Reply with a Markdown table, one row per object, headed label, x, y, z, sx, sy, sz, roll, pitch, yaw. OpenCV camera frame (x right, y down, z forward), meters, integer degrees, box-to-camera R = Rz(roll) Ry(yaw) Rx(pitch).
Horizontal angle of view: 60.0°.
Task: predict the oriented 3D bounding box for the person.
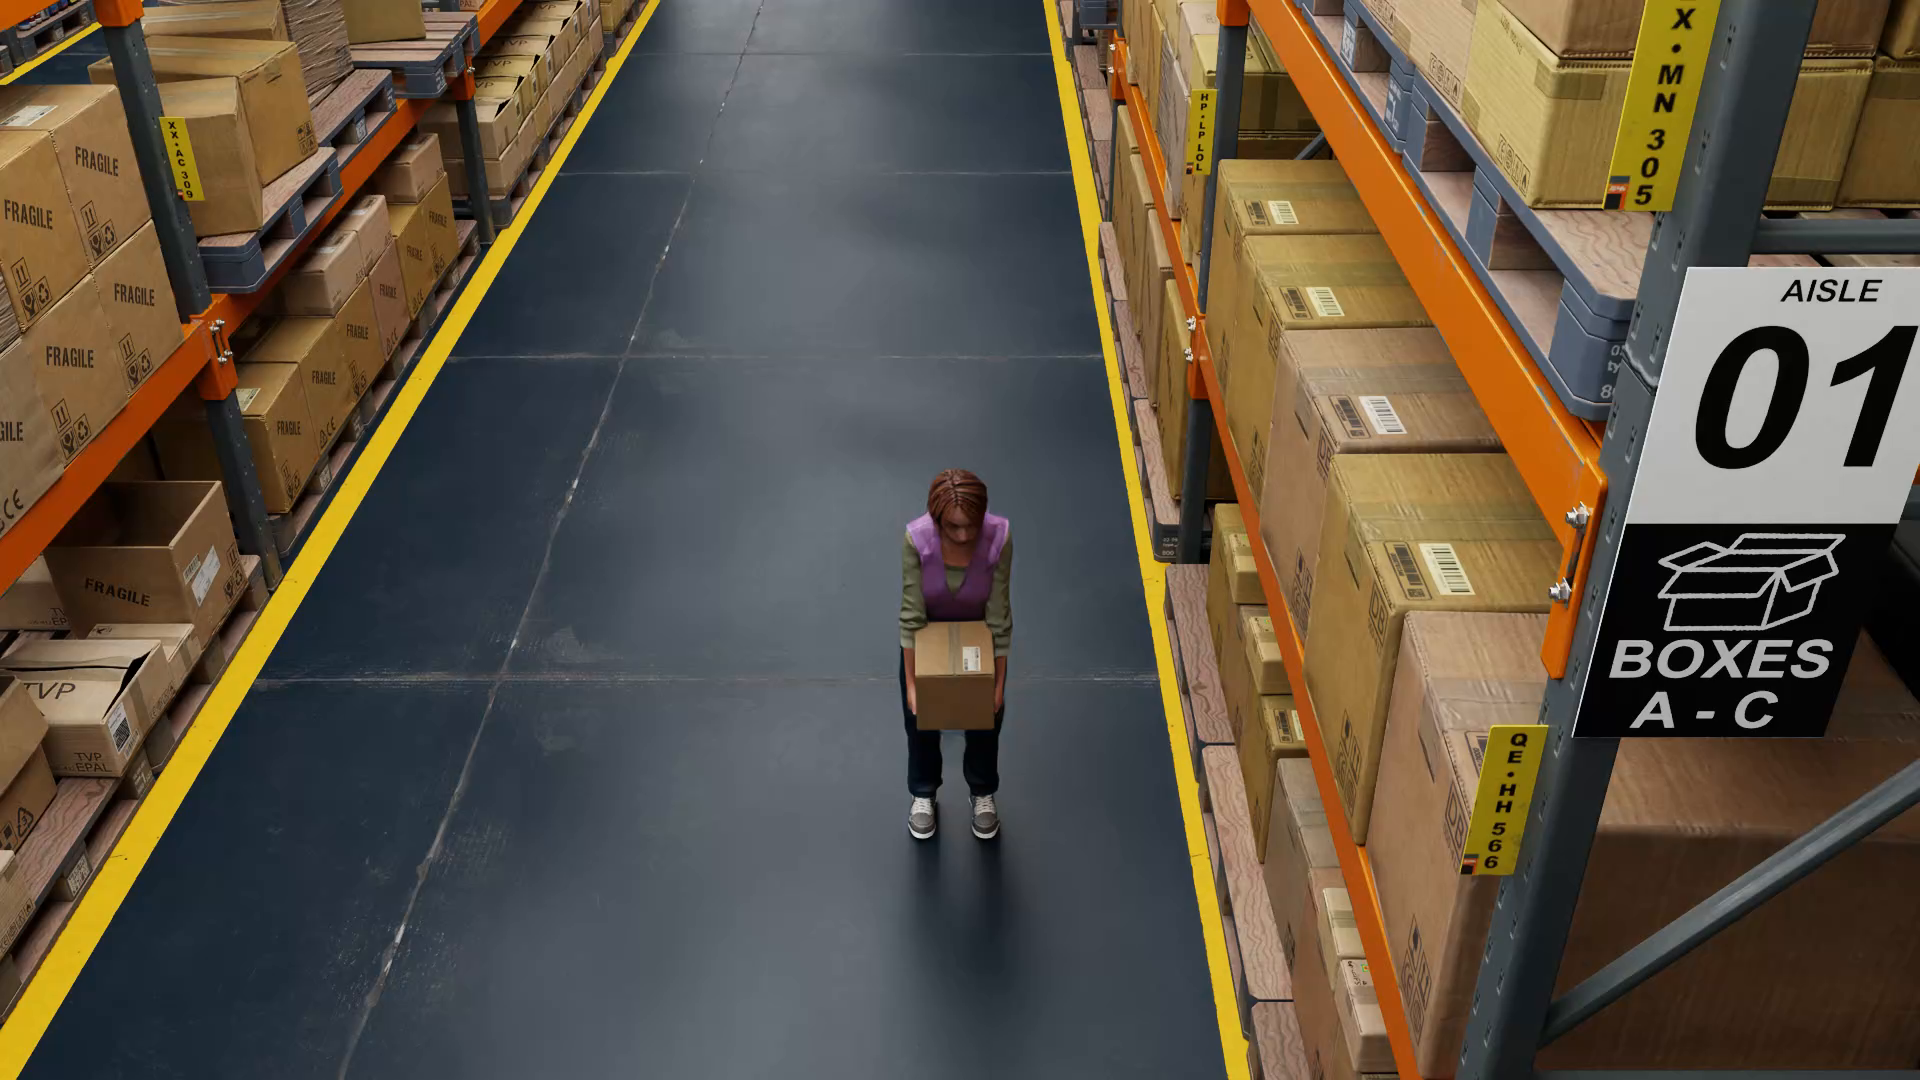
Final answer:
| label | x | y | z | sx | sy | sz | roll | pitch | yaw |
| --- | --- | --- | --- | --- | --- | --- | --- | --- | --- |
| person | -0.019 | 0.361 | 5.572 | 0.405 | 1.594 | 0.488 | 0 | 32 | 1 |
